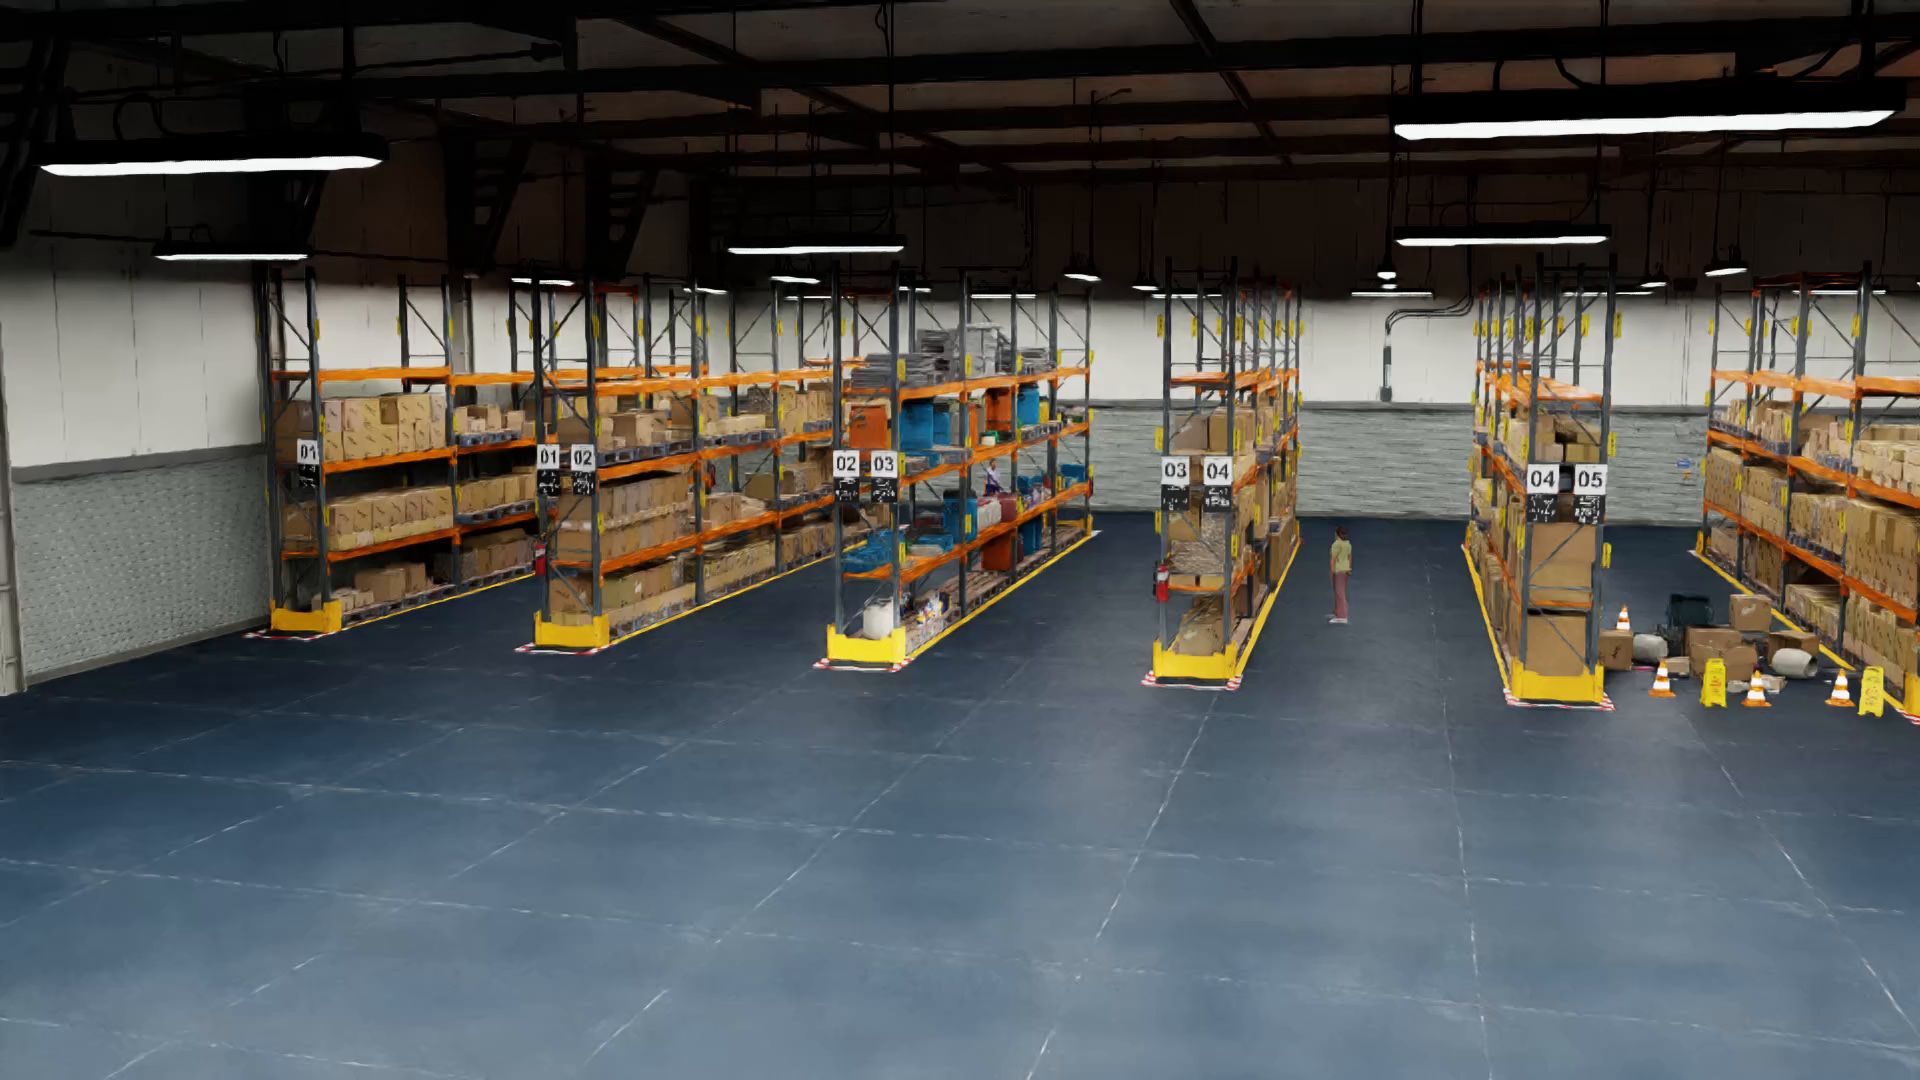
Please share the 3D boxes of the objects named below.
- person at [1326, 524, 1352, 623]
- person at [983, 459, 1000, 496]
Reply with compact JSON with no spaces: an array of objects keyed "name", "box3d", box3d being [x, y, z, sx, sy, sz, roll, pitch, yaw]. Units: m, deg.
[{"name":"person","box3d":[6.463,0.558,28.431,0.555,1.668,0.569,-7,10,-43]},{"name":"person","box3d":[0.705,-1.307,43.392,0.680,1.640,0.519,-4,8,-29]}]
